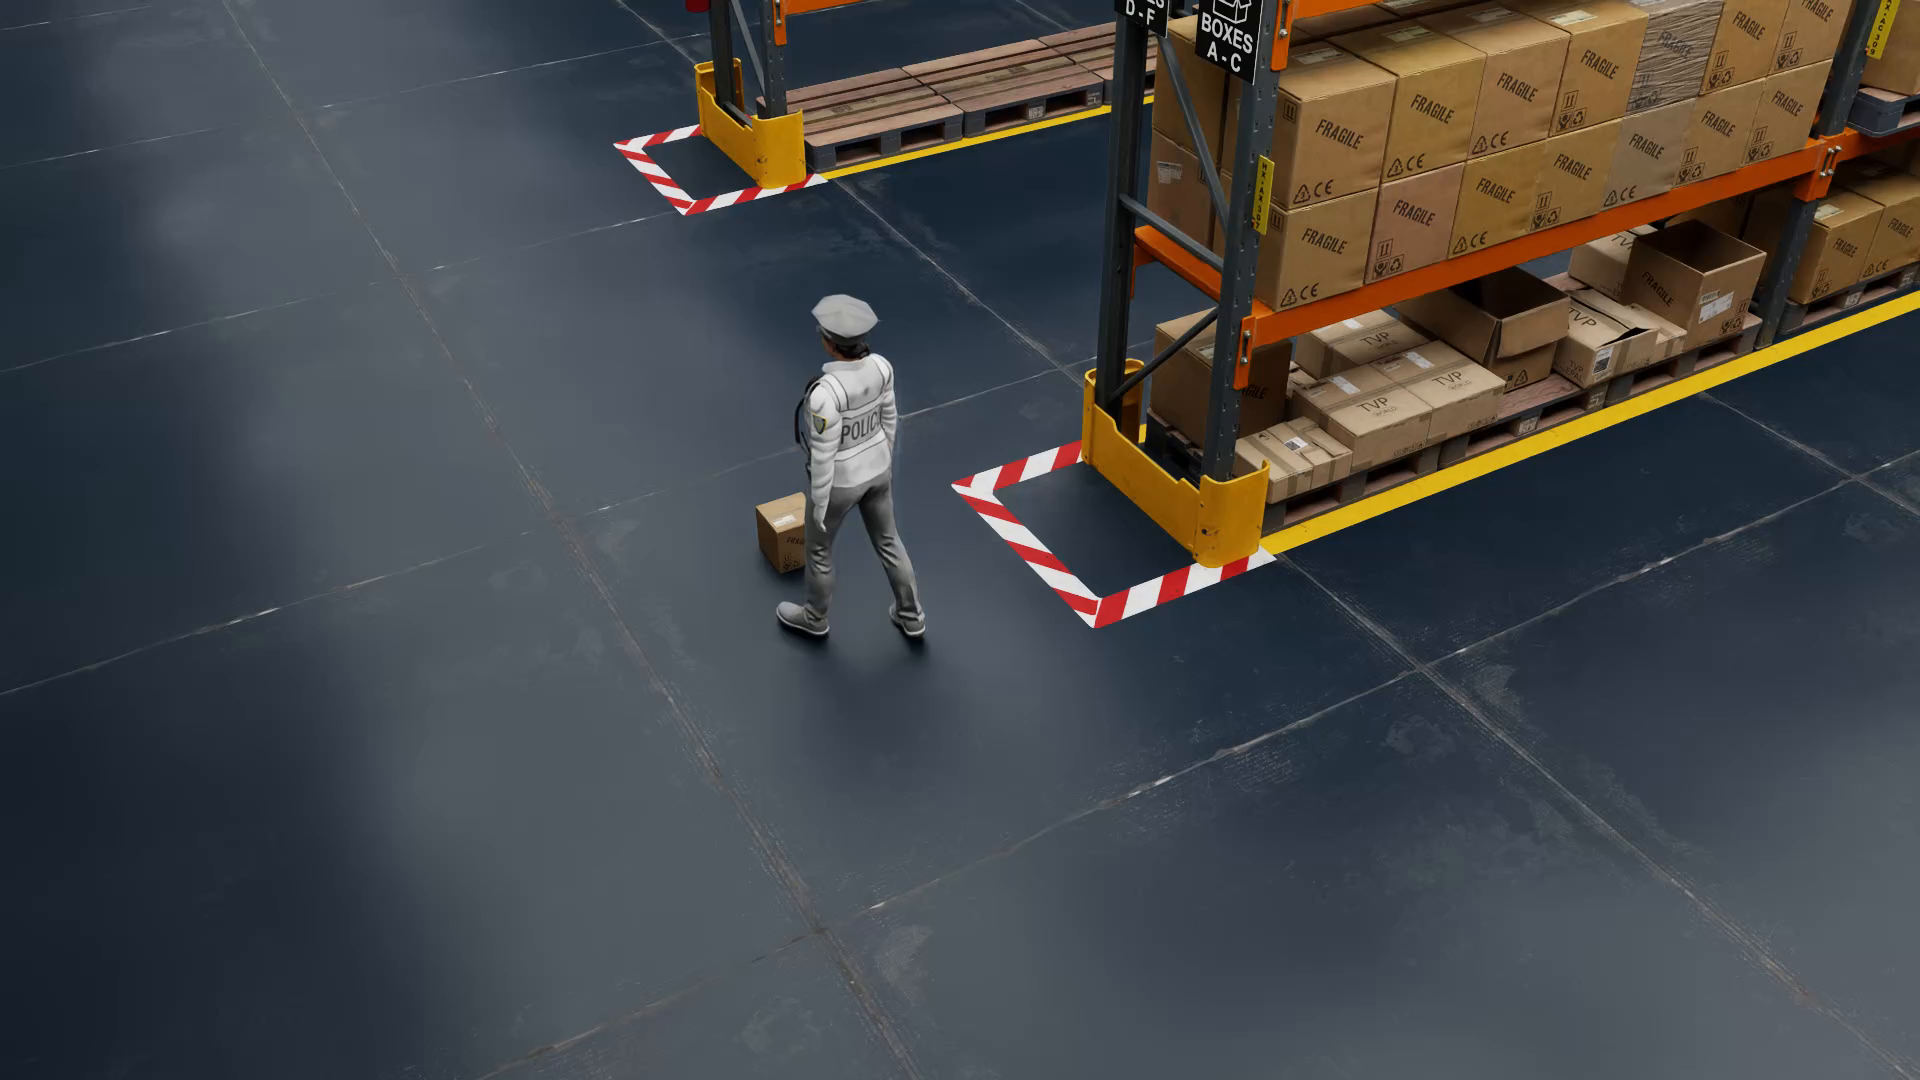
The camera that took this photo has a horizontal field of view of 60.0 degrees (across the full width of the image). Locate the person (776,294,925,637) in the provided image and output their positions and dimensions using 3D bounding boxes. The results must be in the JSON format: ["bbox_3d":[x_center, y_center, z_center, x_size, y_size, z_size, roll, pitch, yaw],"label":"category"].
[{"bbox_3d":[-0.475,-0.283,7.212,0.639,1.664,0.522,30,46,34],"label":"person"}]
